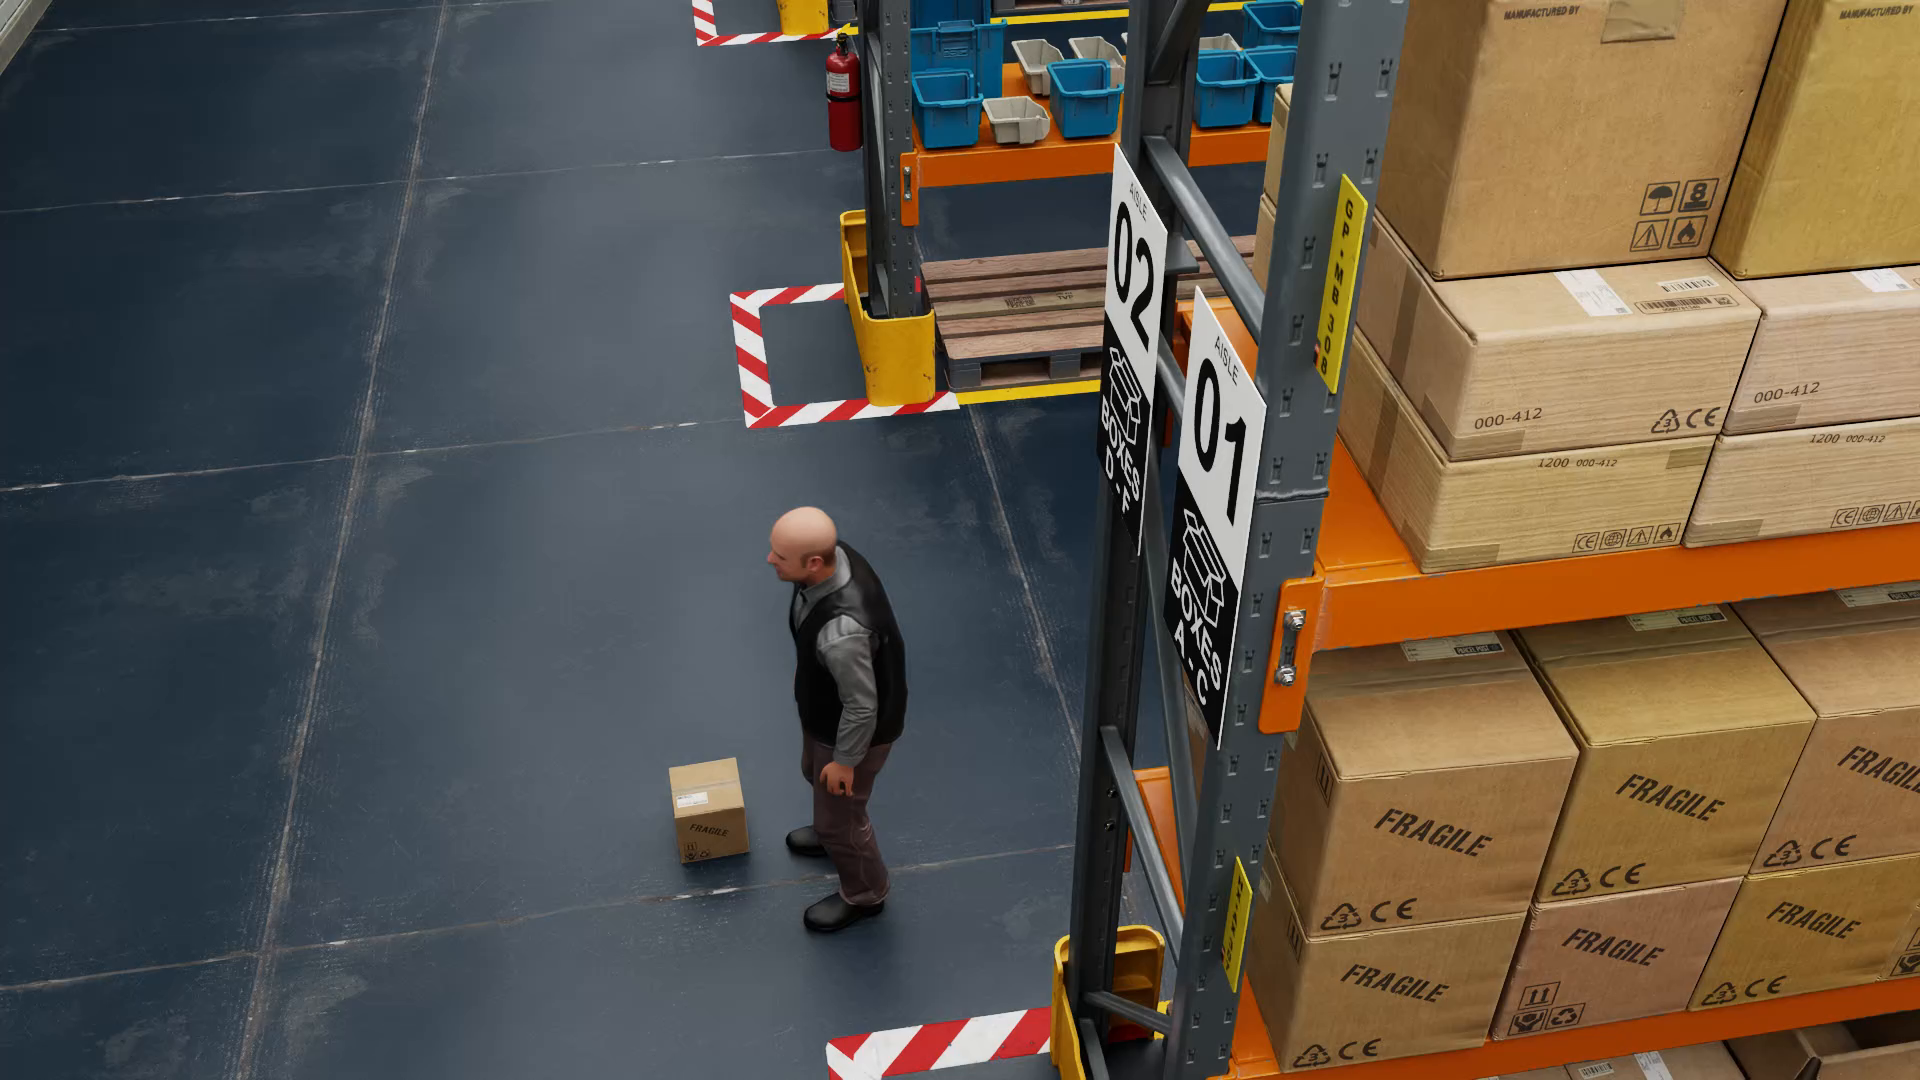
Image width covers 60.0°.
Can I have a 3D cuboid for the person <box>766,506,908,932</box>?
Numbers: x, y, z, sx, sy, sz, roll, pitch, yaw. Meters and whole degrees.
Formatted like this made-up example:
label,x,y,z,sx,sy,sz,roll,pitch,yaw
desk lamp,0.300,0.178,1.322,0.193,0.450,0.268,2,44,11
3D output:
label,x,y,z,sx,sy,sz,roll,pitch,yaw
person,-0.384,0.571,5.452,0.410,1.721,0.588,-9,39,-11
